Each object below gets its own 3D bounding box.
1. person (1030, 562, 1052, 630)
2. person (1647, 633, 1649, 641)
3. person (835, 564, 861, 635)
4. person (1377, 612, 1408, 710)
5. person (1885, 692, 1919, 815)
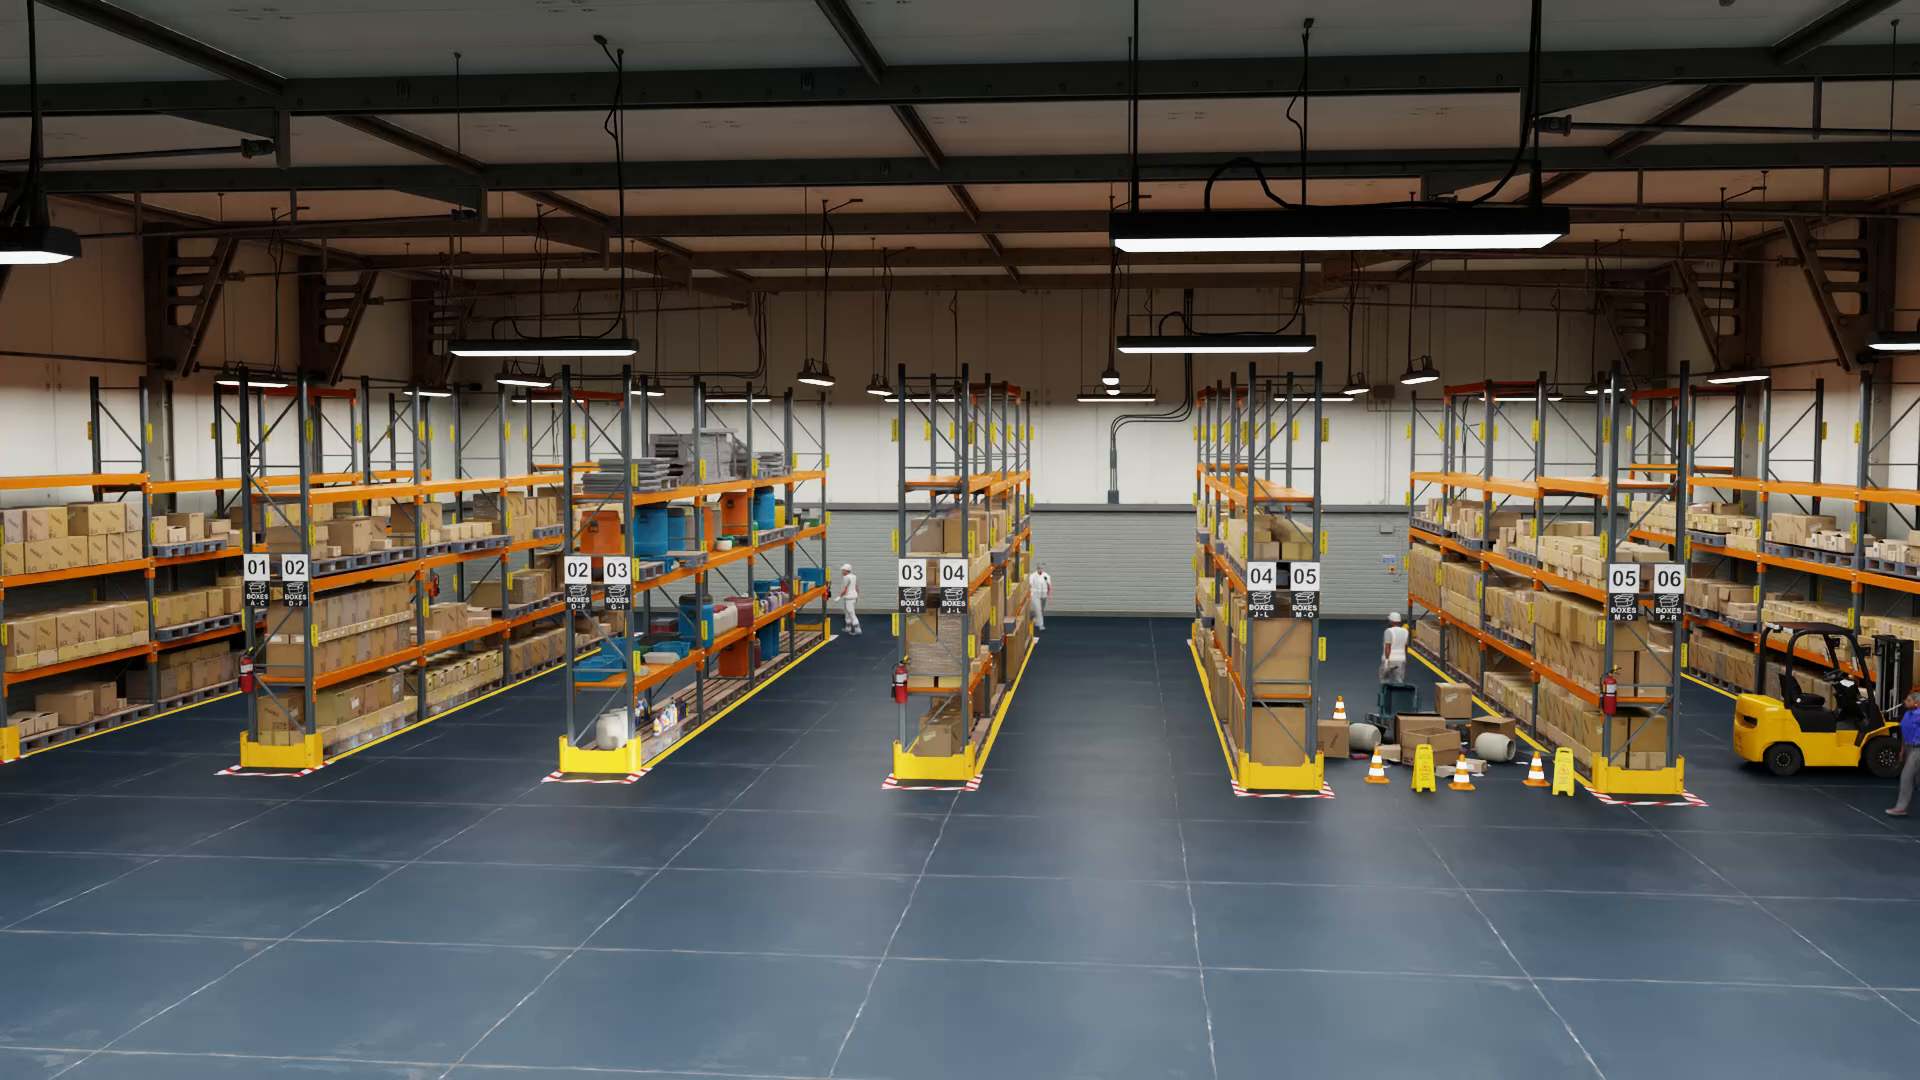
[{"bbox_3d":[2.046,1.407,42.352,0.541,1.694,1.112,-1,4,-21],"label":"person"},{"bbox_3d":[12.487,2.256,30.548,0.416,1.629,0.394,-1,4,-17],"label":"person"},{"bbox_3d":[-2.742,1.475,41.378,0.722,1.763,0.682,1,4,20],"label":"person"},{"bbox_3d":[7.841,2.211,29.917,0.531,1.818,0.556,0,4,-4],"label":"person"},{"bbox_3d":[12.570,2.783,21.783,0.923,1.614,0.471,0,4,-2],"label":"person"}]
